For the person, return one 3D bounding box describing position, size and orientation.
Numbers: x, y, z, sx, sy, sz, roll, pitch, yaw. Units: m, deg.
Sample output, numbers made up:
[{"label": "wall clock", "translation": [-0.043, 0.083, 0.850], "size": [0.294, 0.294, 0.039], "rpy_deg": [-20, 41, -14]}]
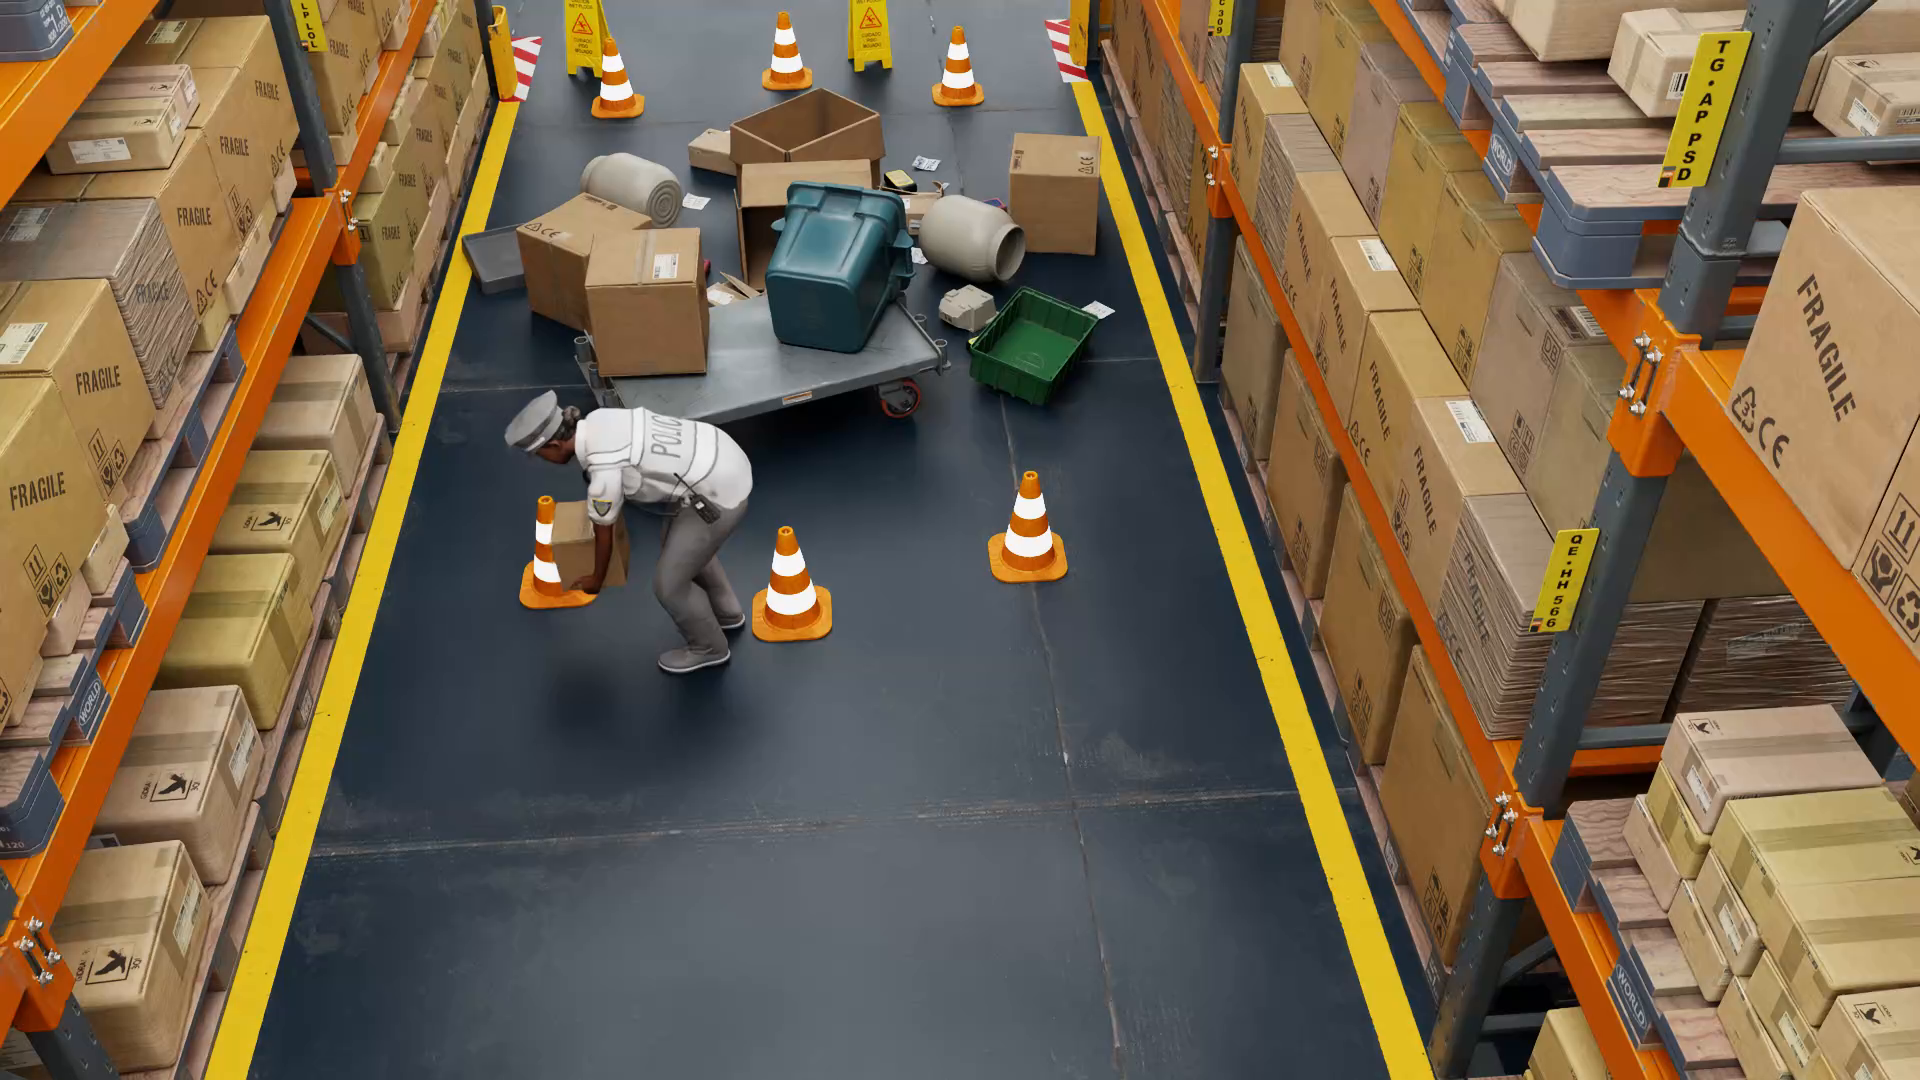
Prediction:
[{"label": "person", "translation": [-1.243, -0.042, 6.510], "size": [0.891, 1.284, 0.422], "rpy_deg": [-4, 40, -5]}]
